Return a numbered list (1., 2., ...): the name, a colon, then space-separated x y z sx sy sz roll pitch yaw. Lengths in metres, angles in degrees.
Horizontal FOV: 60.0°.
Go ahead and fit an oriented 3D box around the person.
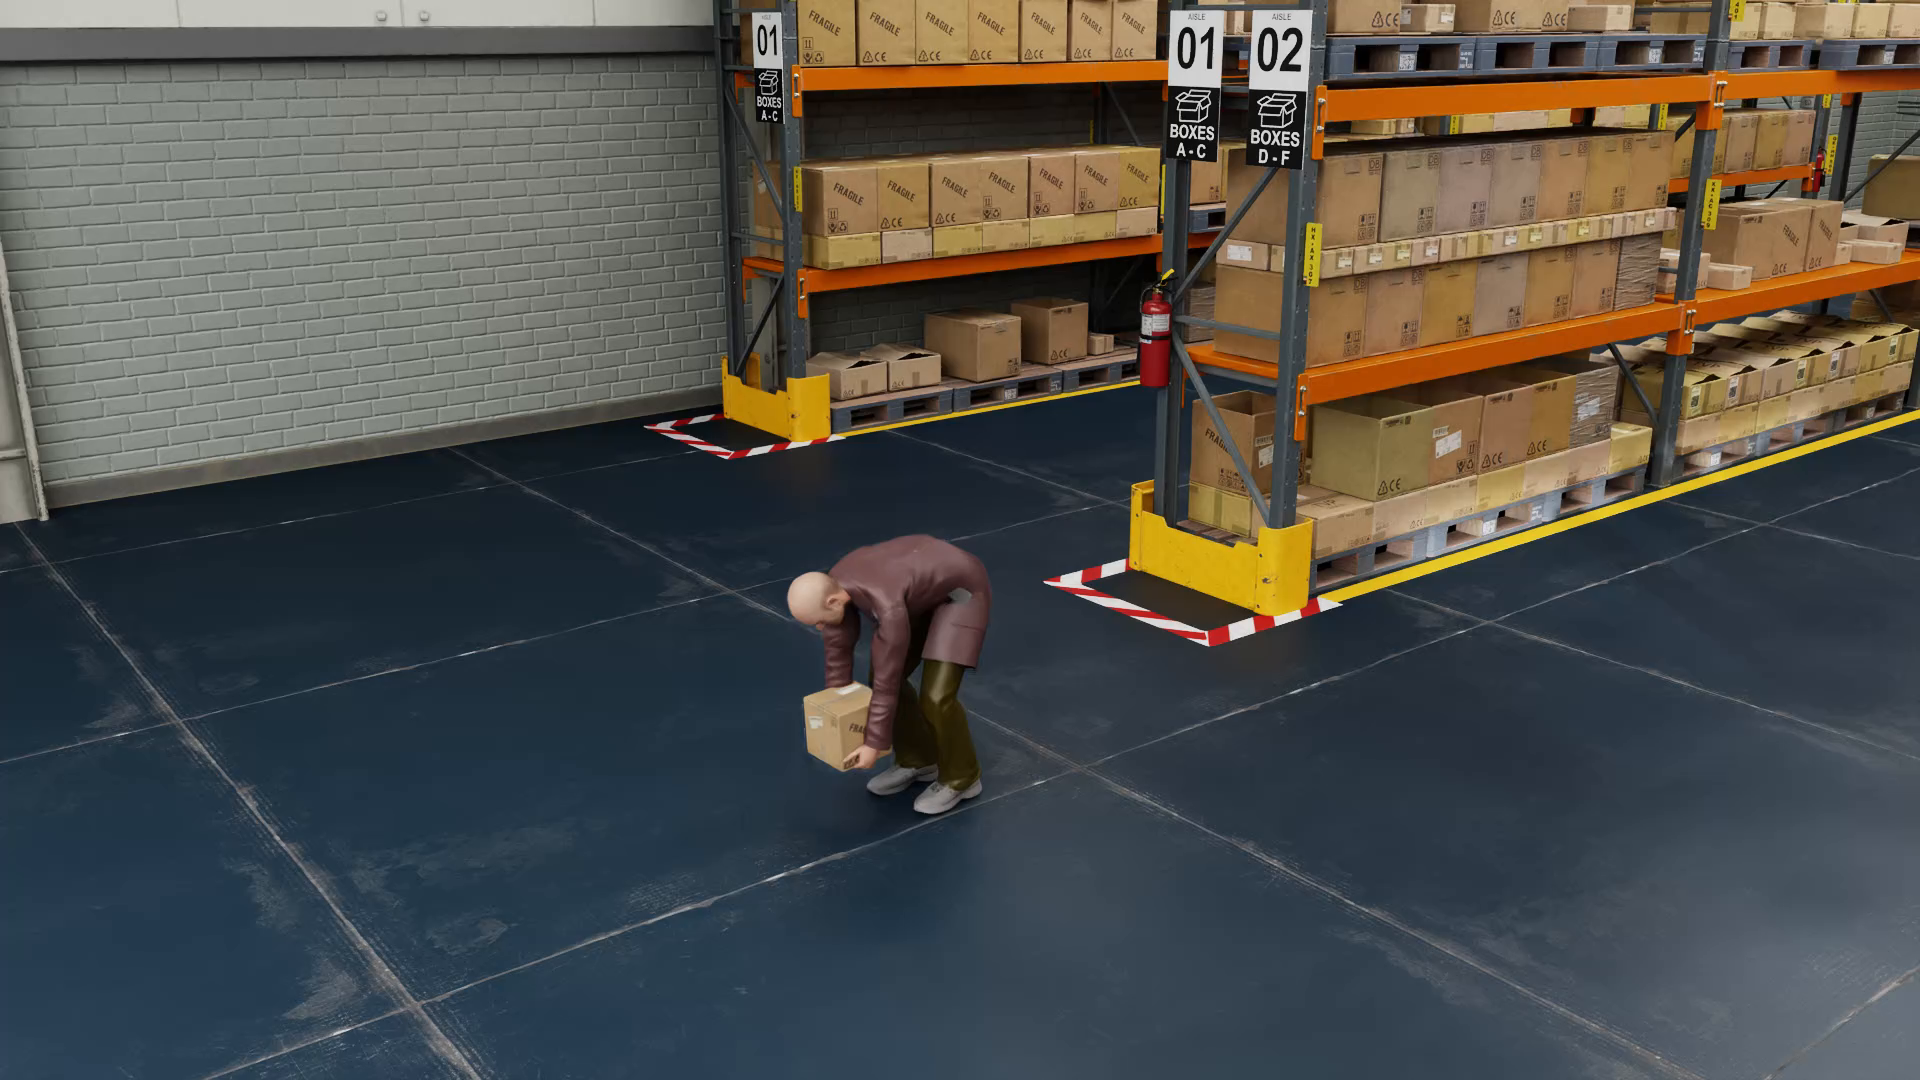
1. person: -0.289 0.574 6.811 0.948 1.140 0.564 -14 22 -38
